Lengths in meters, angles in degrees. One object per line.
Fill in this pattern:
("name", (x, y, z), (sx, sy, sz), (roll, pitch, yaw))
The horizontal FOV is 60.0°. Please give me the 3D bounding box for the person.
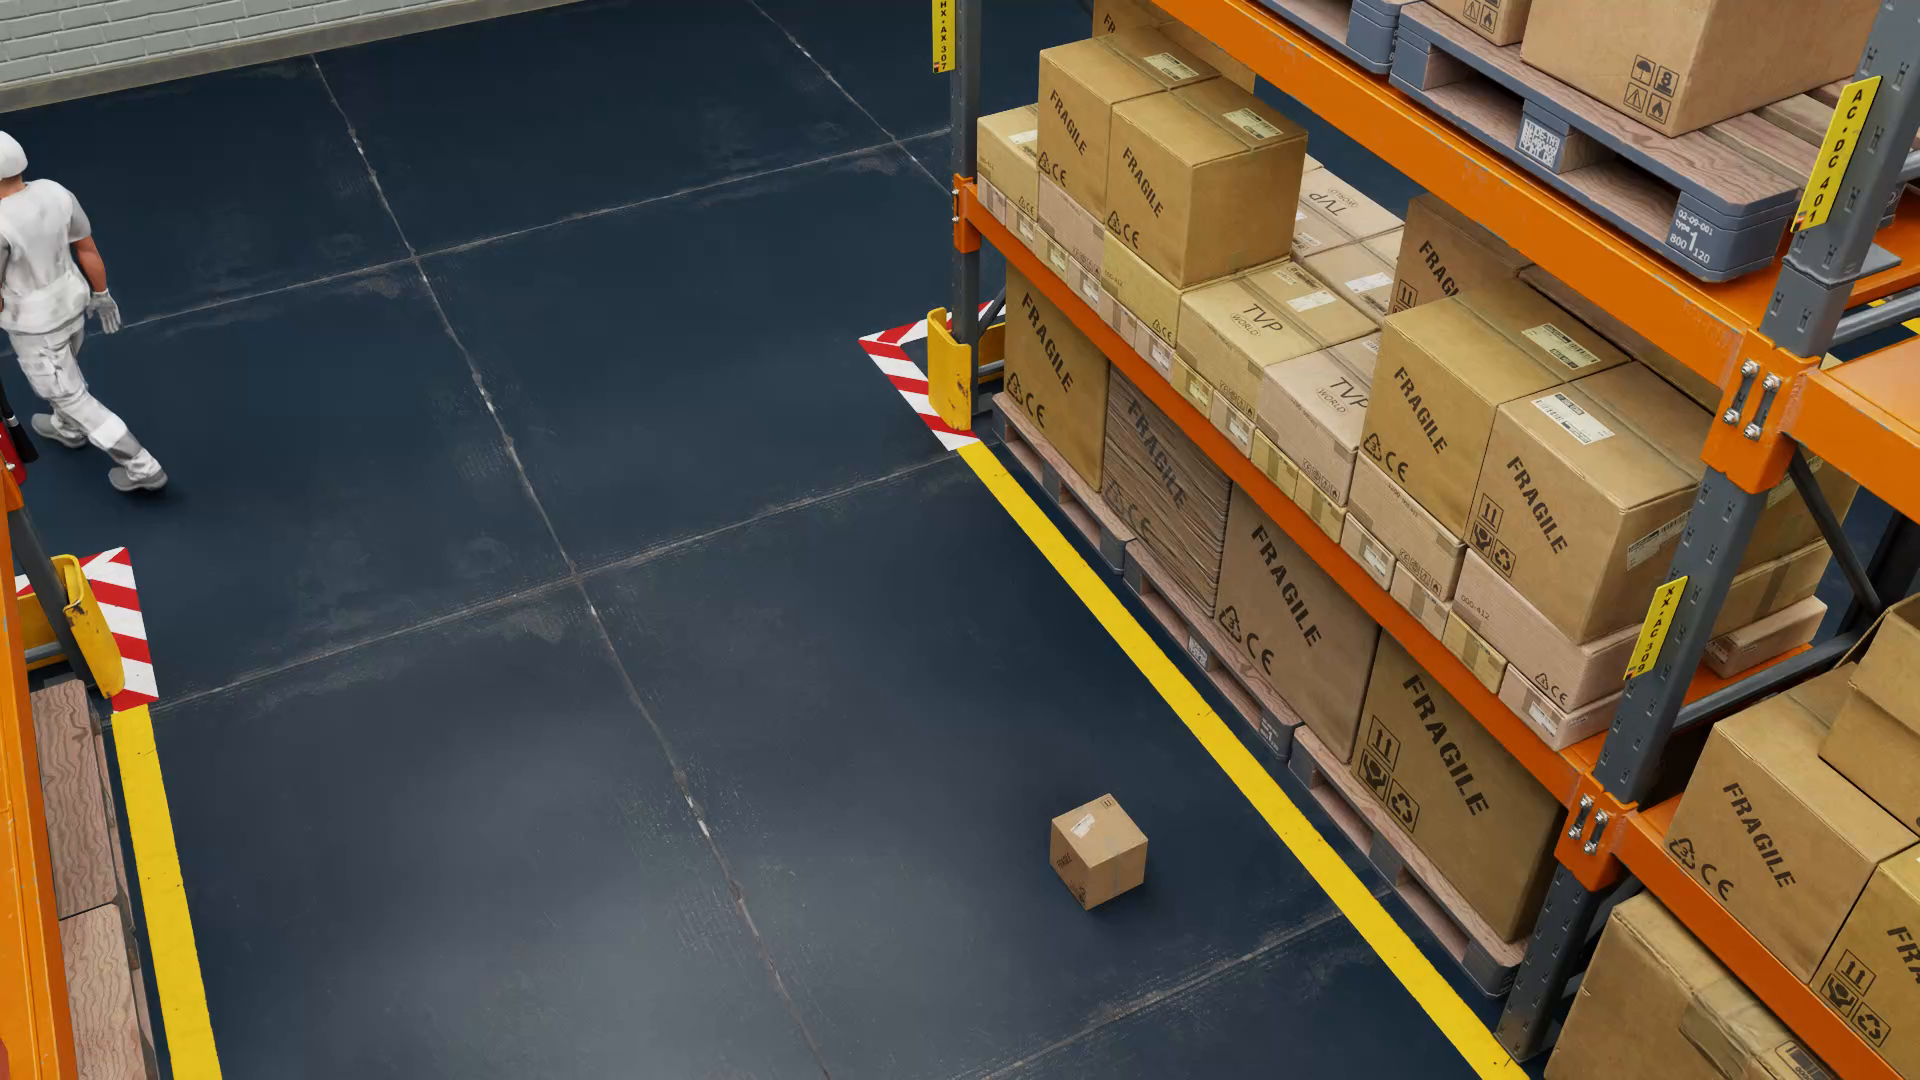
("person", (-4.068, -1.011, 7.310), (0.948, 1.754, 0.534), (11, 42, 13))
